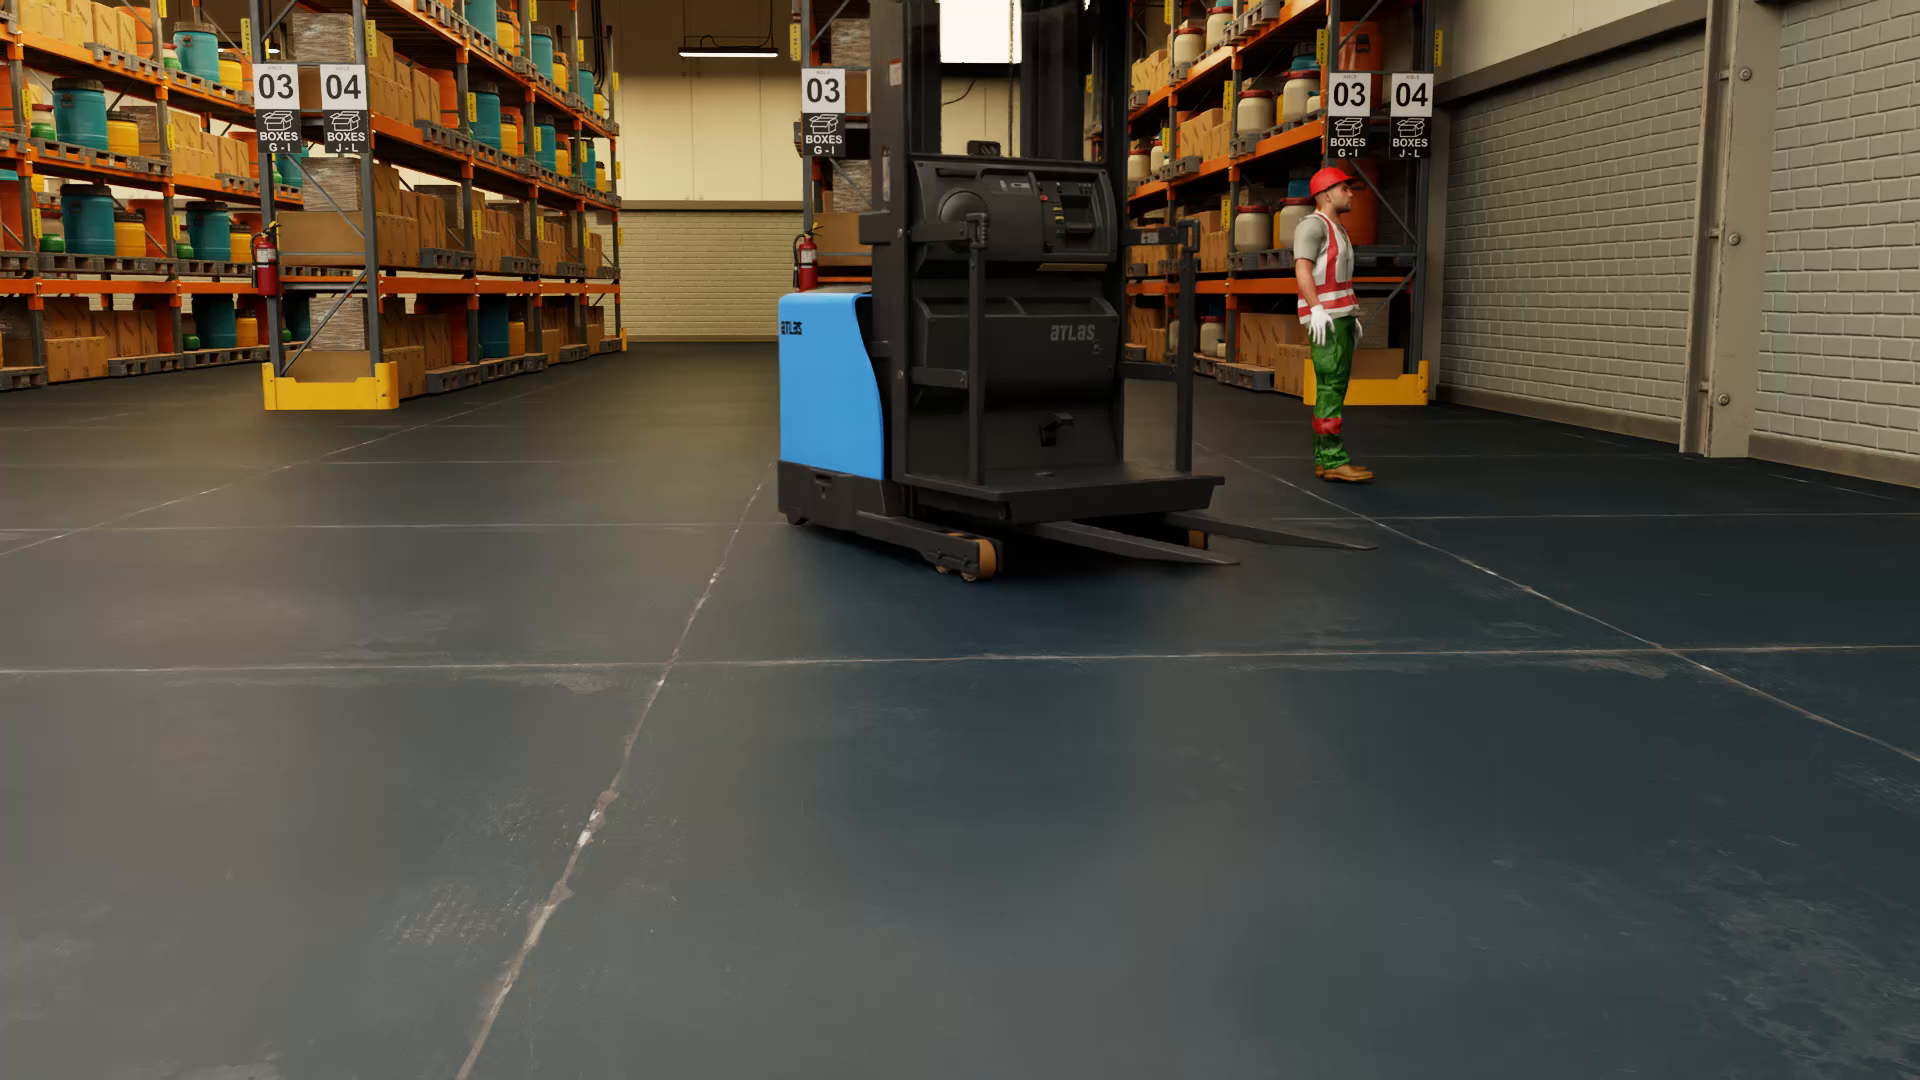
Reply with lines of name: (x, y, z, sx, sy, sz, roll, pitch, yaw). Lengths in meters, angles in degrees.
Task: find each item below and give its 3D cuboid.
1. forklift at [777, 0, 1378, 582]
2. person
forklift: (0.346, -1.370, 6.555, 1.130, 2.935, 3.031, -5, 10, -31)
person: (2.225, -1.256, 9.636, 0.564, 1.790, 0.648, 5, 10, 30)
